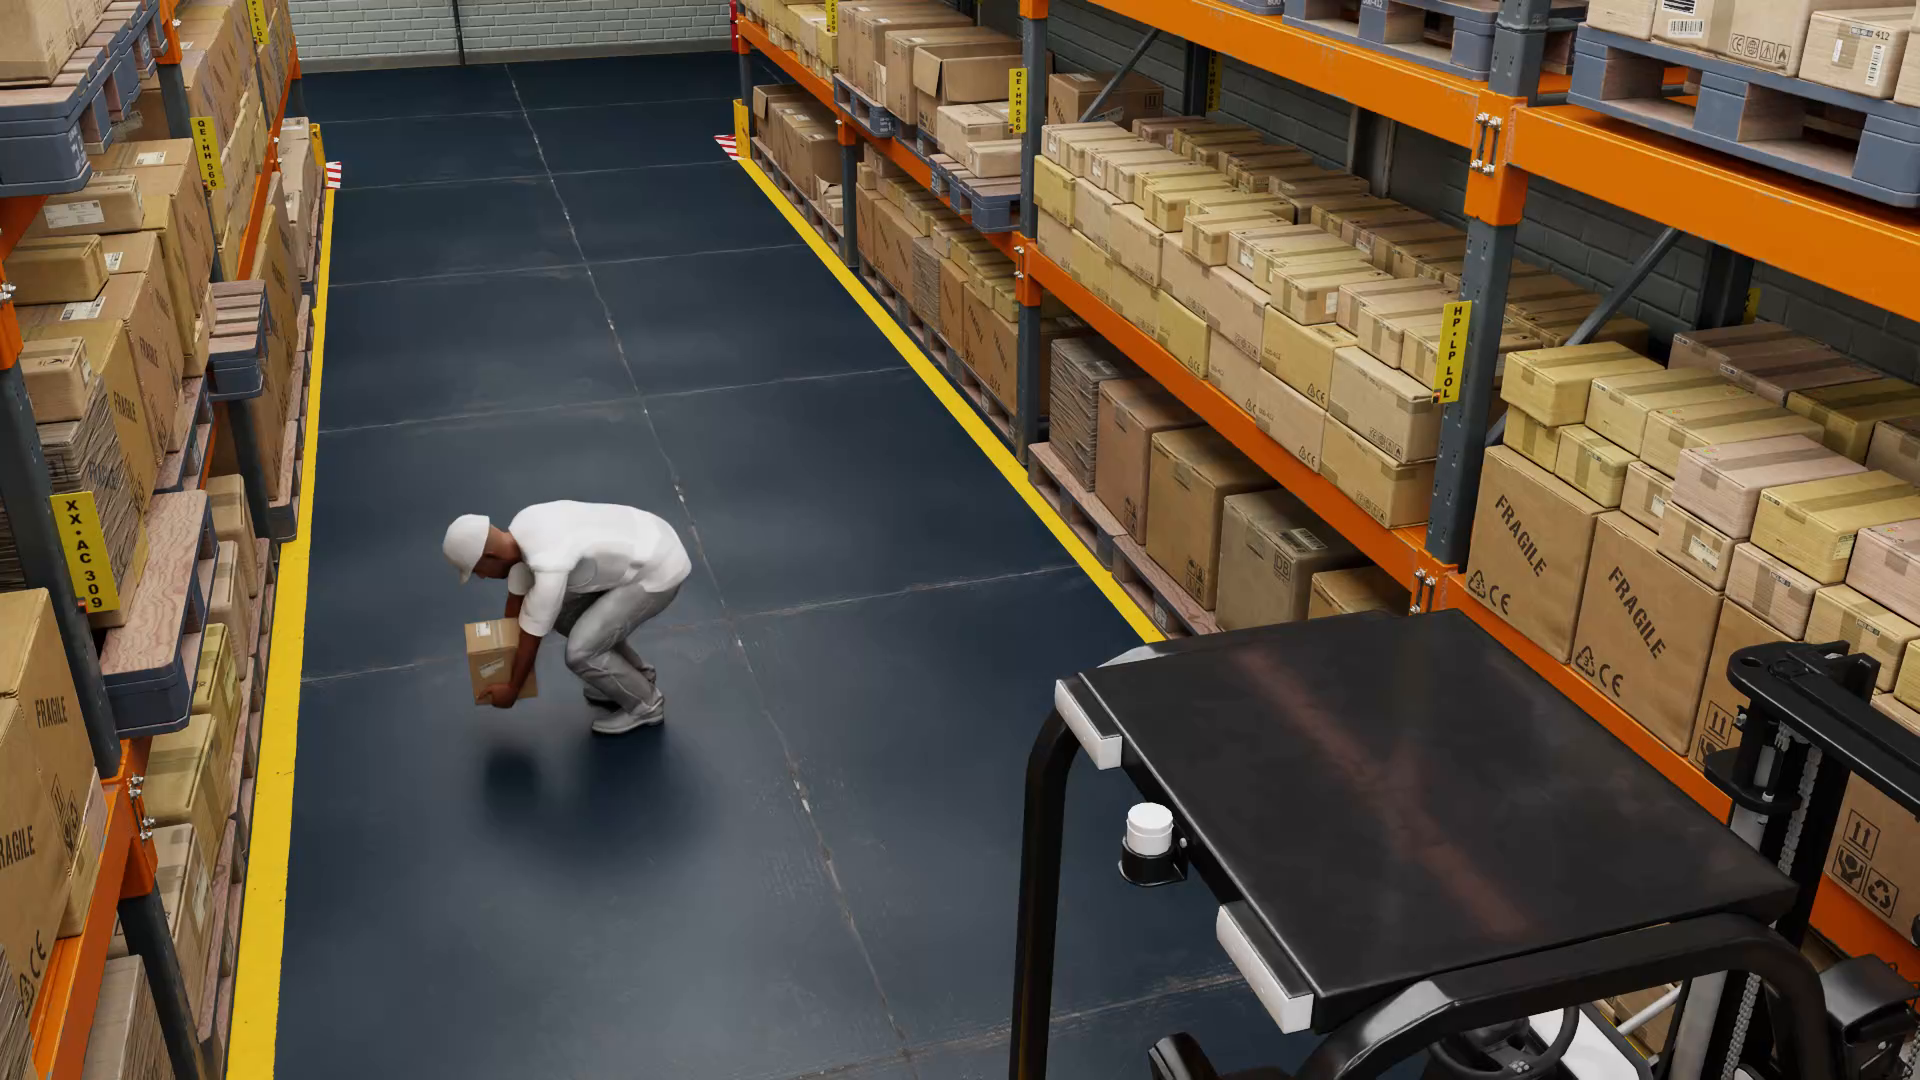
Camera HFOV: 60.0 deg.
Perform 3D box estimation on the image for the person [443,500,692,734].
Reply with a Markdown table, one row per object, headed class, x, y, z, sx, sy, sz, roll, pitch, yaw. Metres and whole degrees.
| class | x | y | z | sx | sy | sz | roll | pitch | yaw |
| --- | --- | --- | --- | --- | --- | --- | --- | --- | --- |
| person | -1.577 | 0.301 | 6.830 | 0.956 | 1.013 | 0.528 | -9 | 28 | -18 |
